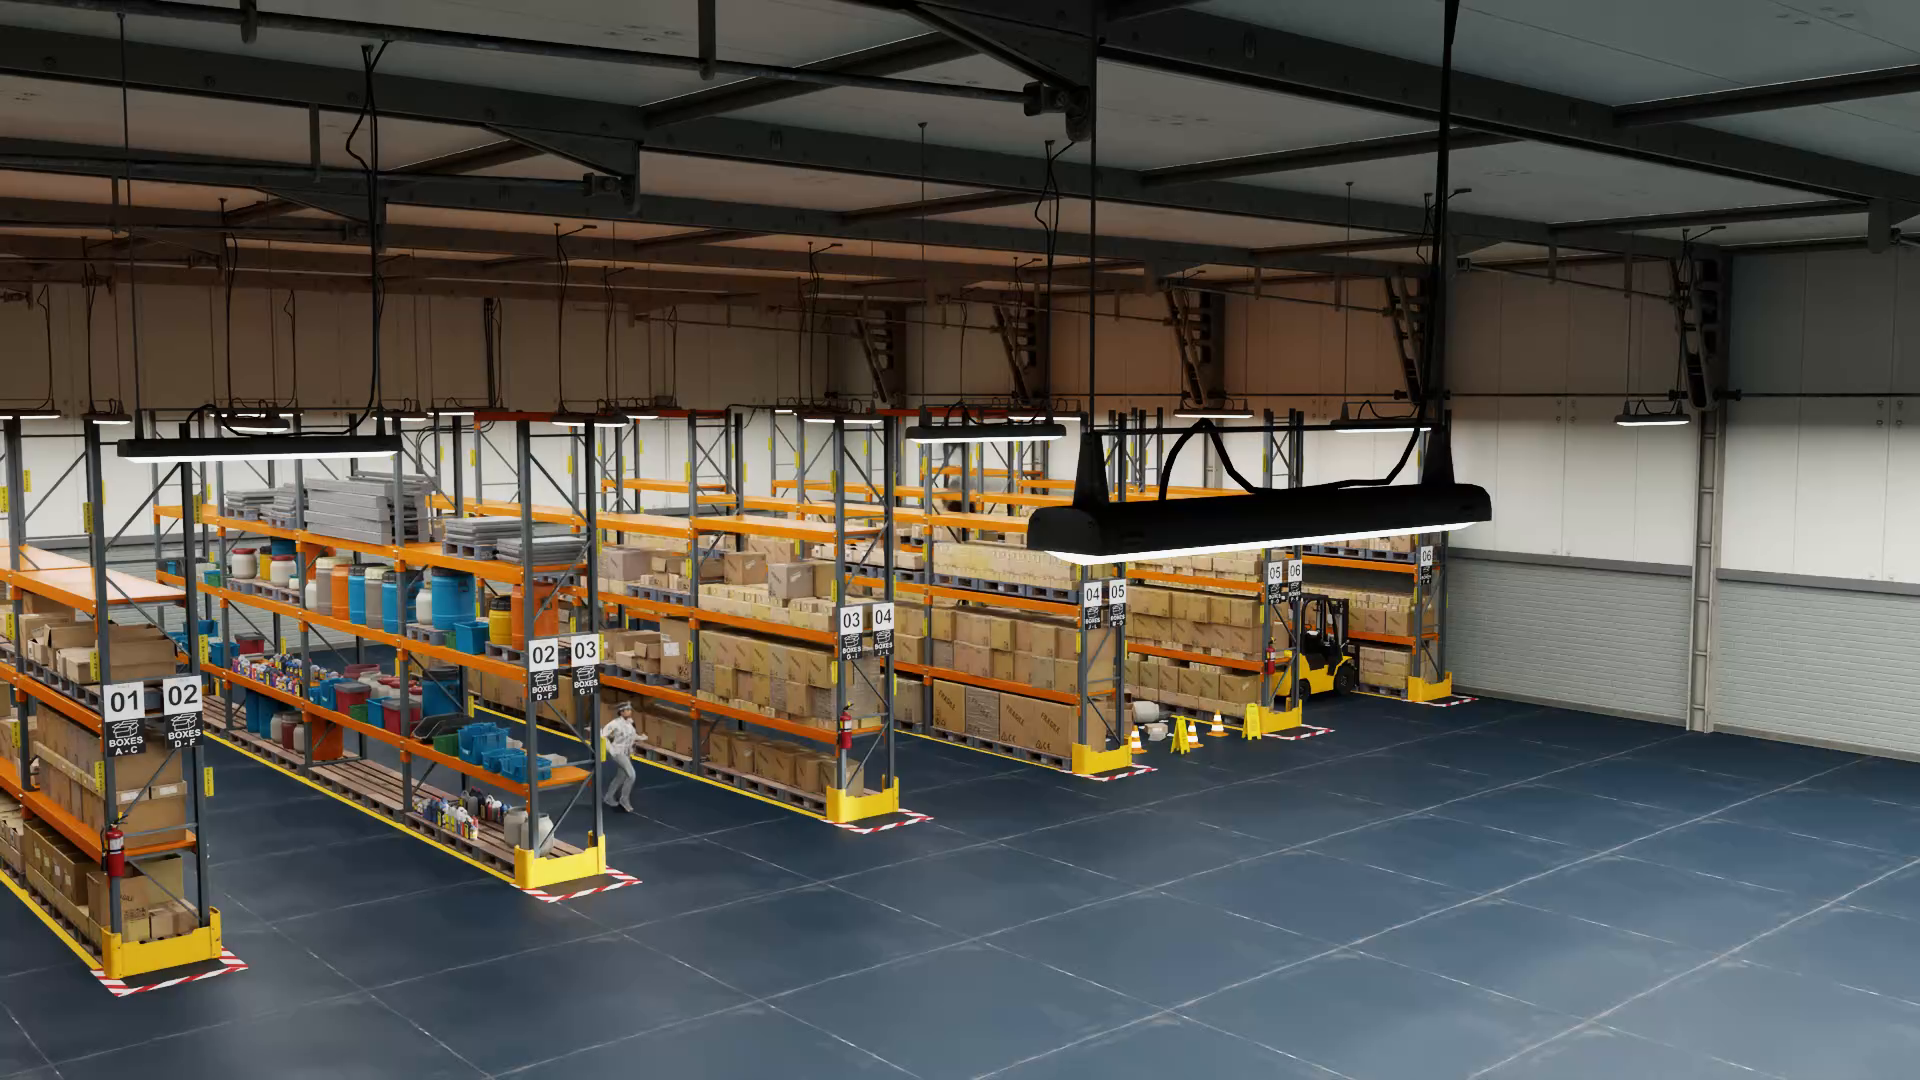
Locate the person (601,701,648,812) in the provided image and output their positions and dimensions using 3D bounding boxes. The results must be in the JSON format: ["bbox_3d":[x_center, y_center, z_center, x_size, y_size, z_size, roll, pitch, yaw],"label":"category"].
[{"bbox_3d":[-5.116,3.287,25.276,0.738,1.721,0.613,2,5,21],"label":"person"}]

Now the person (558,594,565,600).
[{"bbox_3d":[-9.500,2.069,39.546,0.621,1.615,0.563,1,5,15],"label":"person"}]
